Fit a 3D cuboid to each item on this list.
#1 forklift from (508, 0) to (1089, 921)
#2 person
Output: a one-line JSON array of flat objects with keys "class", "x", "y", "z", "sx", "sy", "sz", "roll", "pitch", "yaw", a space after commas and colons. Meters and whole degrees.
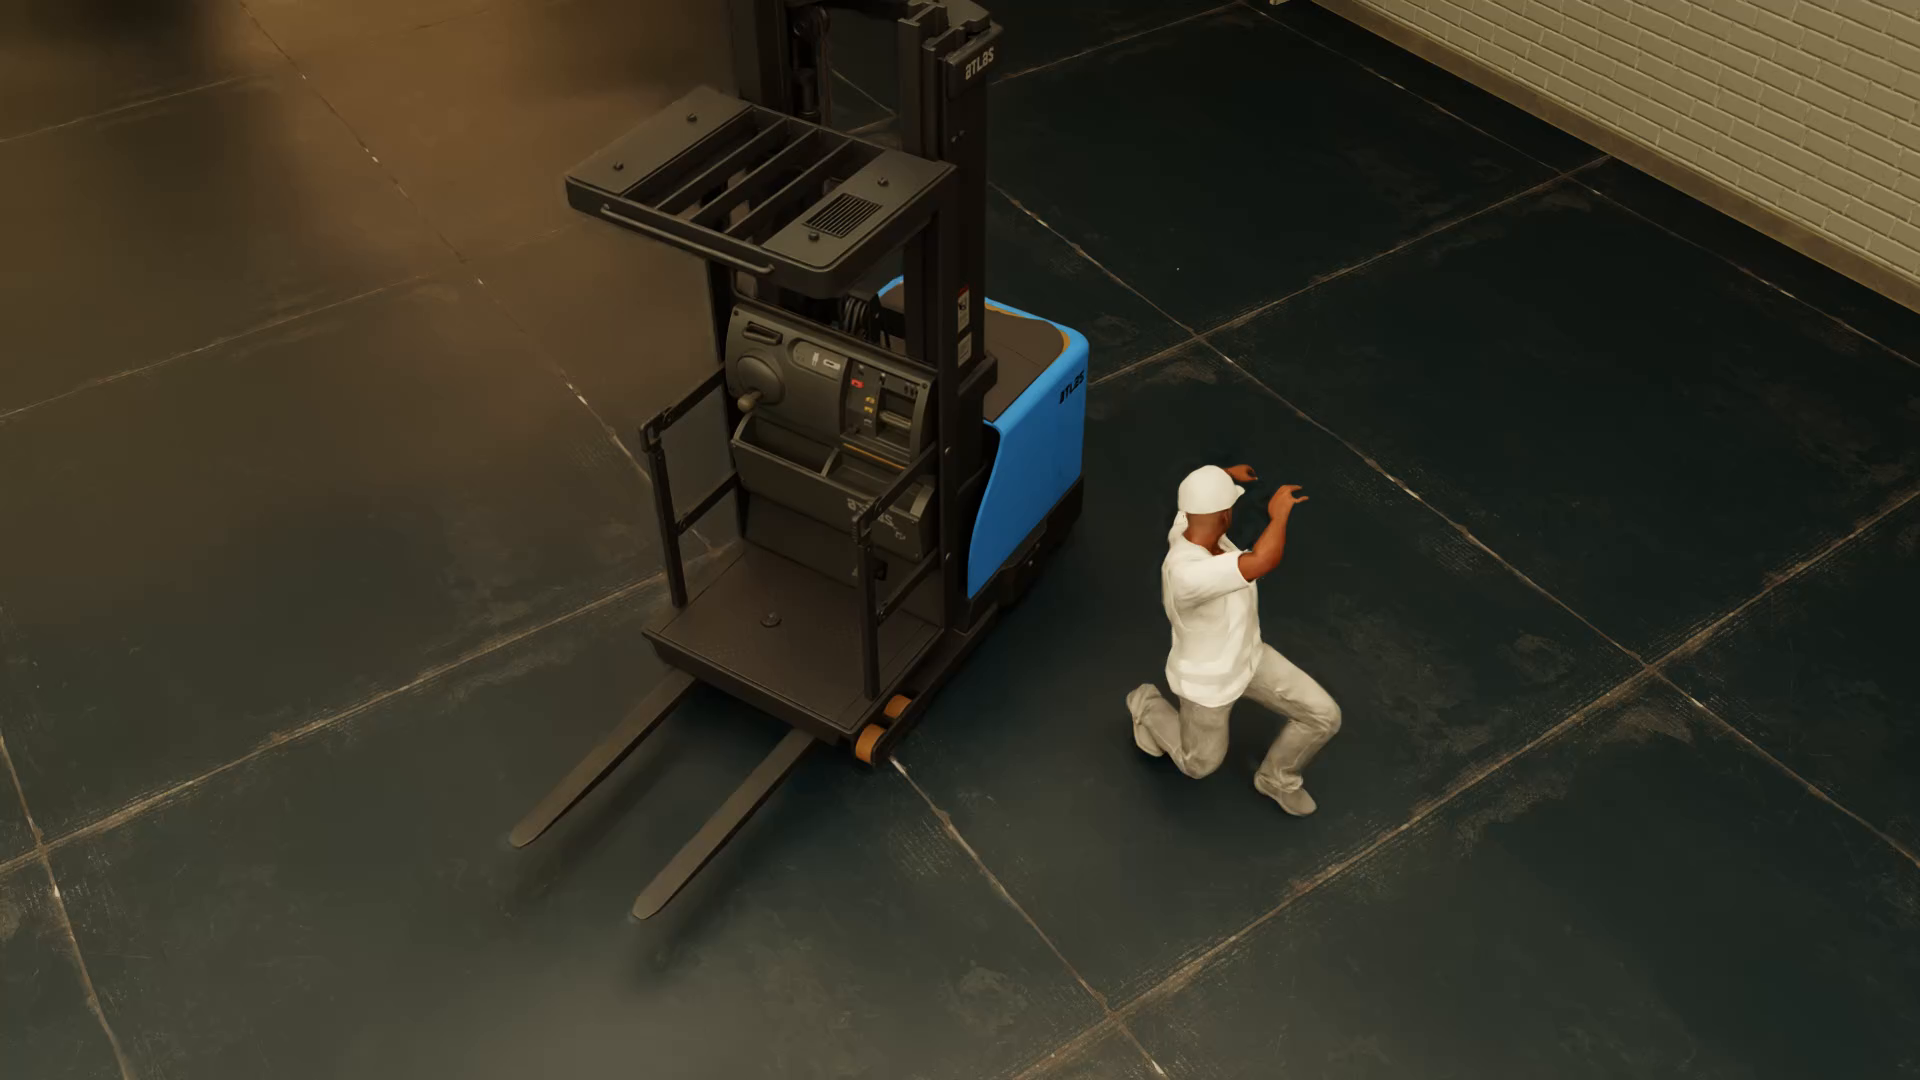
[{"class": "forklift", "x": -0.629, "y": -0.518, "z": 6.278, "sx": 1.130, "sy": 2.935, "sz": 3.031, "roll": 23, "pitch": 47, "yaw": 23}, {"class": "person", "x": 1.199, "y": 0.280, "z": 6.508, "sx": 0.916, "sy": 1.484, "sz": 1.059, "roll": 26, "pitch": 49, "yaw": 25}]
